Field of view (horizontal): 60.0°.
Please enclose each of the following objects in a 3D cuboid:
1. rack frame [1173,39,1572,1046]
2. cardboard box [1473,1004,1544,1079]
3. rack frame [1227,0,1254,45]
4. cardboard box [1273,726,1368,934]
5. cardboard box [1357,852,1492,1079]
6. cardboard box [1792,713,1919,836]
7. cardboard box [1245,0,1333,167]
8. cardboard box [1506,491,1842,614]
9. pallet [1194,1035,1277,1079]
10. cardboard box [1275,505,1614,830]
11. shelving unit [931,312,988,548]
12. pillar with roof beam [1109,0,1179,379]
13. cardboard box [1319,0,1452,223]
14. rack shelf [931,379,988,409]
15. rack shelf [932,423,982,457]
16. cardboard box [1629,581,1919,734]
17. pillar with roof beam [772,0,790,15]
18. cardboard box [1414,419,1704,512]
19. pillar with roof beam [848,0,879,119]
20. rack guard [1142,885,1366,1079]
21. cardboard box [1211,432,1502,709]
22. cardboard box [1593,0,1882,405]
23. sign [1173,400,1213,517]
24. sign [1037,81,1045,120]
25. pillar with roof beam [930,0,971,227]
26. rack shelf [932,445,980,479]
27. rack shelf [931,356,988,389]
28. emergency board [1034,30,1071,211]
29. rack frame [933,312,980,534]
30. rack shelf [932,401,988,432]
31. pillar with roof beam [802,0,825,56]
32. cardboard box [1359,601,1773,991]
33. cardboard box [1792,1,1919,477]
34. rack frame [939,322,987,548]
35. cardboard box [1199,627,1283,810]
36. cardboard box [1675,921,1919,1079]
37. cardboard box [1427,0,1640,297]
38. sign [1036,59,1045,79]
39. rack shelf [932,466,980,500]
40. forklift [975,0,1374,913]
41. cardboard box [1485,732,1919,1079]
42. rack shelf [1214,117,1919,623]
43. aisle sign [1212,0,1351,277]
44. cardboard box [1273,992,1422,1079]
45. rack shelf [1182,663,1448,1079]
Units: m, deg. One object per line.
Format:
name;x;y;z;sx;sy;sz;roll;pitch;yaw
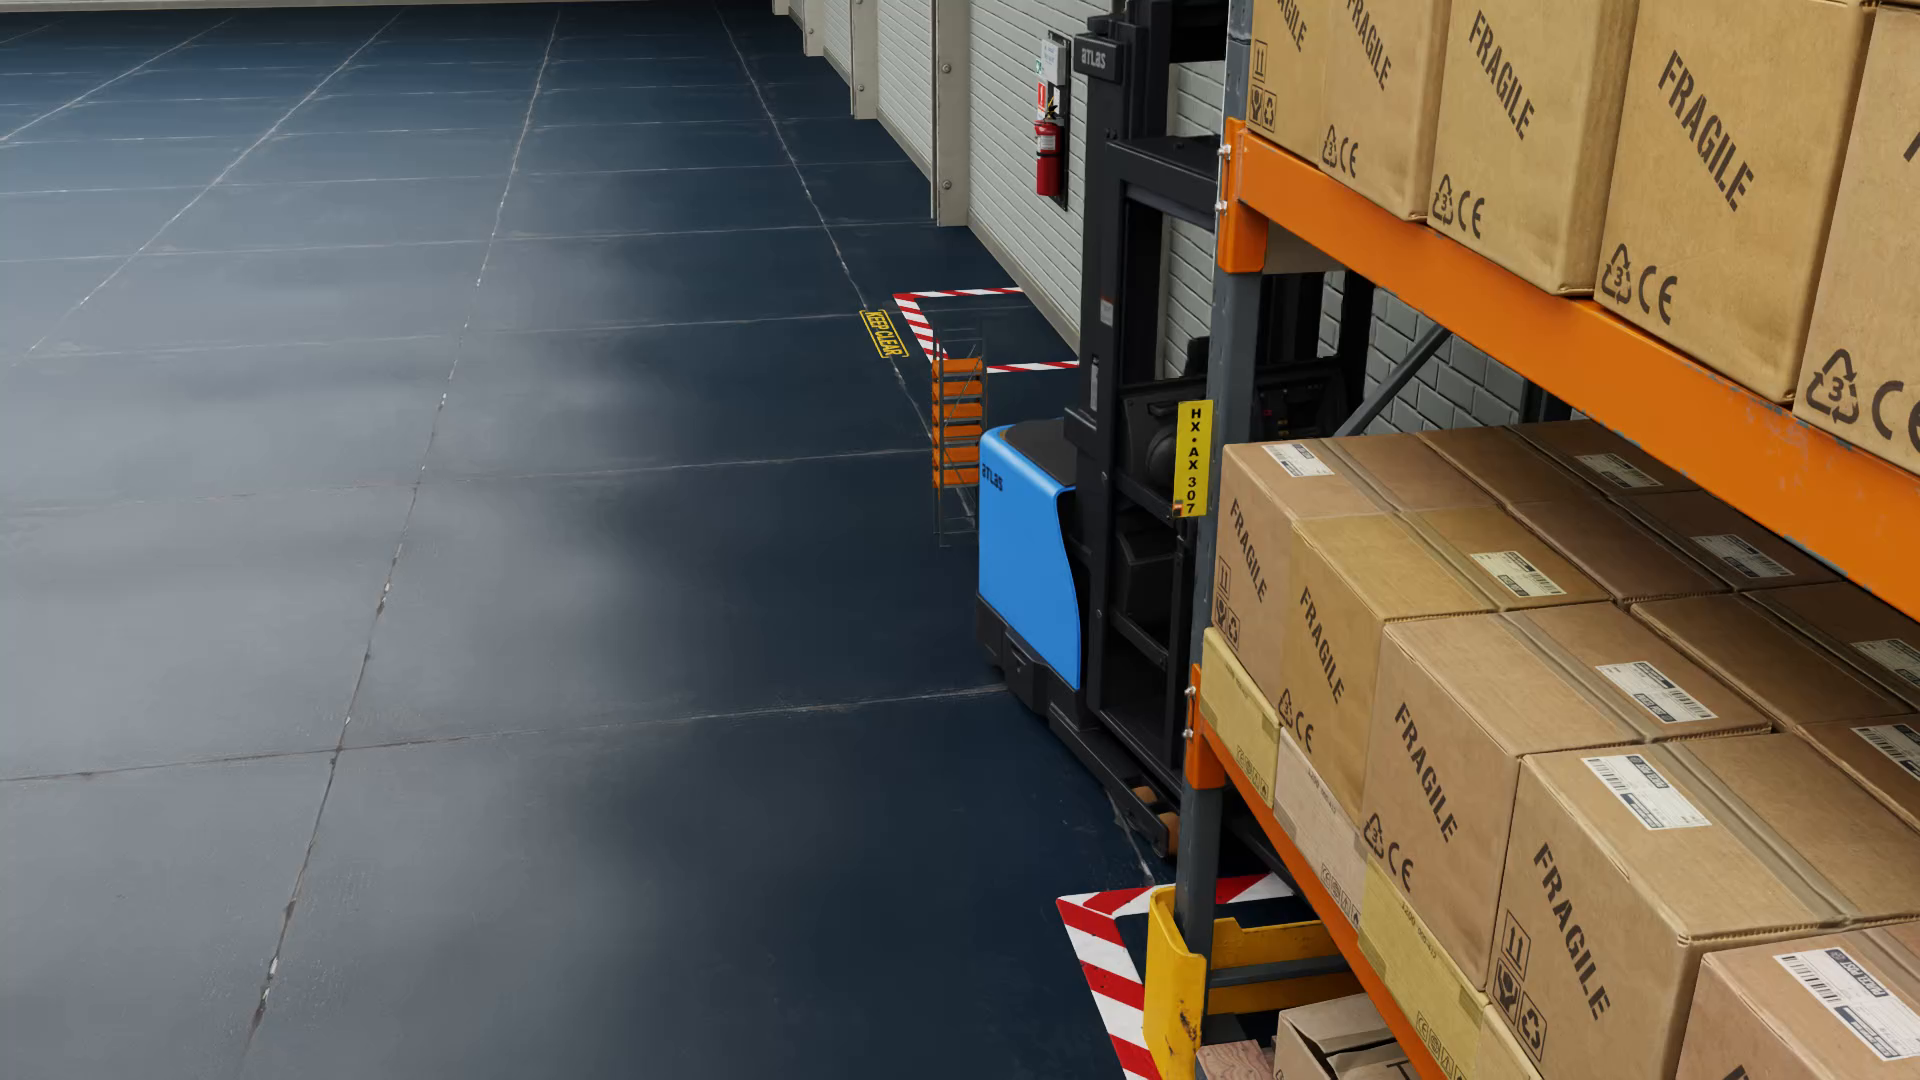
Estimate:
rack frame;1.154;0.142;4.676;1.000;3.000;0.127;-4;24;-10
cardboard box;1.222;1.020;2.828;0.500;0.250;0.500;-4;24;-9
rack frame;1.154;-2.607;3.476;1.000;3.000;0.127;-4;24;-10
cardboard box;1.042;0.621;3.744;0.500;0.250;0.500;-5;24;-11
cardboard box;1.130;0.821;3.284;0.500;0.250;0.500;-5;24;-11
cardboard box;1.726;0.628;2.790;0.500;0.500;0.500;-4;24;-9
cardboard box;0.970;-1.137;3.708;0.500;0.500;0.500;-4;24;-8
cardboard box;1.533;0.227;3.709;0.500;0.500;0.500;-4;24;-9
pallet;1.283;1.772;4.428;1.003;0.211;1.213;-4;24;-10
cardboard box;1.028;0.263;3.625;0.500;0.500;0.500;-4;24;-10
shelving unit;-0.003;-0.556;8.523;0.258;1.200;0.189;-4;24;-10
pillar with roof beam;-3.207;-4.437;7.666;9.100;9.000;0.400;-4;24;-10
cardboard box;1.034;-0.923;3.219;0.500;0.500;0.500;-3;24;-6
rack shelf;-0.003;-0.735;8.445;0.258;0.103;0.180;-4;24;-10
rack shelf;-0.003;-0.515;8.541;0.258;0.103;0.180;-4;24;-10
cardboard box;1.633;0.430;3.244;0.500;0.500;0.500;-5;24;-11
pillar with roof beam;-7.645;-13.877;29.280;9.100;9.000;0.400;-4;24;-10
cardboard box;1.450;0.028;4.164;0.500;0.500;0.500;-5;24;-10
pillar with roof beam;-5.426;-9.157;18.473;9.100;9.000;0.400;-4;24;-10
rack guard;1.168;1.318;5.108;1.175;0.500;0.348;-4;24;-10
cardboard box;0.947;0.068;4.071;0.500;0.500;0.500;-4;24;-10
cardboard box;1.254;-0.510;2.273;0.500;0.500;0.500;-3;24;-6
sign;0.621;-0.214;4.411;0.100;0.325;0.005;-4;24;-10
sign;0.604;-3.223;12.336;0.001;0.329;0.234;-4;24;-10
pillar with roof beam;-4.316;-6.797;13.070;9.100;9.000;0.400;-4;24;-10
rack shelf;-0.003;-0.405;8.589;0.258;0.103;0.180;-4;24;-10
rack shelf;-0.003;-0.845;8.397;0.258;0.103;0.180;-4;24;-10
emergency board;0.604;-2.981;11.828;0.194;1.169;0.643;-4;24;-10
rack frame;-0.020;-0.592;8.605;0.240;1.200;0.006;-4;24;-10
rack shelf;-0.003;-0.625;8.493;0.258;0.103;0.180;-4;24;-10
pillar with roof beam;-6.535;-11.517;23.877;9.100;9.000;0.400;-4;24;-10
cardboard box;1.118;0.467;3.158;0.500;0.500;0.500;-5;24;-11
cardboard box;1.337;-0.309;1.813;0.500;0.500;0.500;-5;24;-12
rack frame;0.014;-0.520;8.440;0.240;1.200;0.006;-4;24;-10
cardboard box;0.932;0.417;4.209;0.500;0.250;0.500;-5;24;-11
cardboard box;1.322;0.874;2.227;0.500;0.500;0.500;-5;24;-11
cardboard box;1.134;-0.719;2.752;0.500;0.500;0.500;-3;24;-7
sign;0.596;-3.463;12.225;0.001;0.109;0.331;-4;24;-10
rack shelf;-0.003;-0.295;8.637;0.258;0.103;0.180;-4;24;-10
forklift;1.109;-0.374;5.944;1.130;2.935;3.031;-10;25;-21
cardboard box;1.225;0.669;2.695;0.500;0.500;0.500;-4;24;-8
rack shelf;1.524;-0.116;2.419;1.077;0.370;4.000;-4;24;-10
aisle sign;0.846;-1.055;4.170;0.394;0.787;0.004;-4;24;-10
cardboard box;1.193;1.452;4.488;0.500;0.311;0.500;-7;25;-16
rack shelf;1.524;1.259;3.019;1.077;0.370;4.000;-4;24;-10
